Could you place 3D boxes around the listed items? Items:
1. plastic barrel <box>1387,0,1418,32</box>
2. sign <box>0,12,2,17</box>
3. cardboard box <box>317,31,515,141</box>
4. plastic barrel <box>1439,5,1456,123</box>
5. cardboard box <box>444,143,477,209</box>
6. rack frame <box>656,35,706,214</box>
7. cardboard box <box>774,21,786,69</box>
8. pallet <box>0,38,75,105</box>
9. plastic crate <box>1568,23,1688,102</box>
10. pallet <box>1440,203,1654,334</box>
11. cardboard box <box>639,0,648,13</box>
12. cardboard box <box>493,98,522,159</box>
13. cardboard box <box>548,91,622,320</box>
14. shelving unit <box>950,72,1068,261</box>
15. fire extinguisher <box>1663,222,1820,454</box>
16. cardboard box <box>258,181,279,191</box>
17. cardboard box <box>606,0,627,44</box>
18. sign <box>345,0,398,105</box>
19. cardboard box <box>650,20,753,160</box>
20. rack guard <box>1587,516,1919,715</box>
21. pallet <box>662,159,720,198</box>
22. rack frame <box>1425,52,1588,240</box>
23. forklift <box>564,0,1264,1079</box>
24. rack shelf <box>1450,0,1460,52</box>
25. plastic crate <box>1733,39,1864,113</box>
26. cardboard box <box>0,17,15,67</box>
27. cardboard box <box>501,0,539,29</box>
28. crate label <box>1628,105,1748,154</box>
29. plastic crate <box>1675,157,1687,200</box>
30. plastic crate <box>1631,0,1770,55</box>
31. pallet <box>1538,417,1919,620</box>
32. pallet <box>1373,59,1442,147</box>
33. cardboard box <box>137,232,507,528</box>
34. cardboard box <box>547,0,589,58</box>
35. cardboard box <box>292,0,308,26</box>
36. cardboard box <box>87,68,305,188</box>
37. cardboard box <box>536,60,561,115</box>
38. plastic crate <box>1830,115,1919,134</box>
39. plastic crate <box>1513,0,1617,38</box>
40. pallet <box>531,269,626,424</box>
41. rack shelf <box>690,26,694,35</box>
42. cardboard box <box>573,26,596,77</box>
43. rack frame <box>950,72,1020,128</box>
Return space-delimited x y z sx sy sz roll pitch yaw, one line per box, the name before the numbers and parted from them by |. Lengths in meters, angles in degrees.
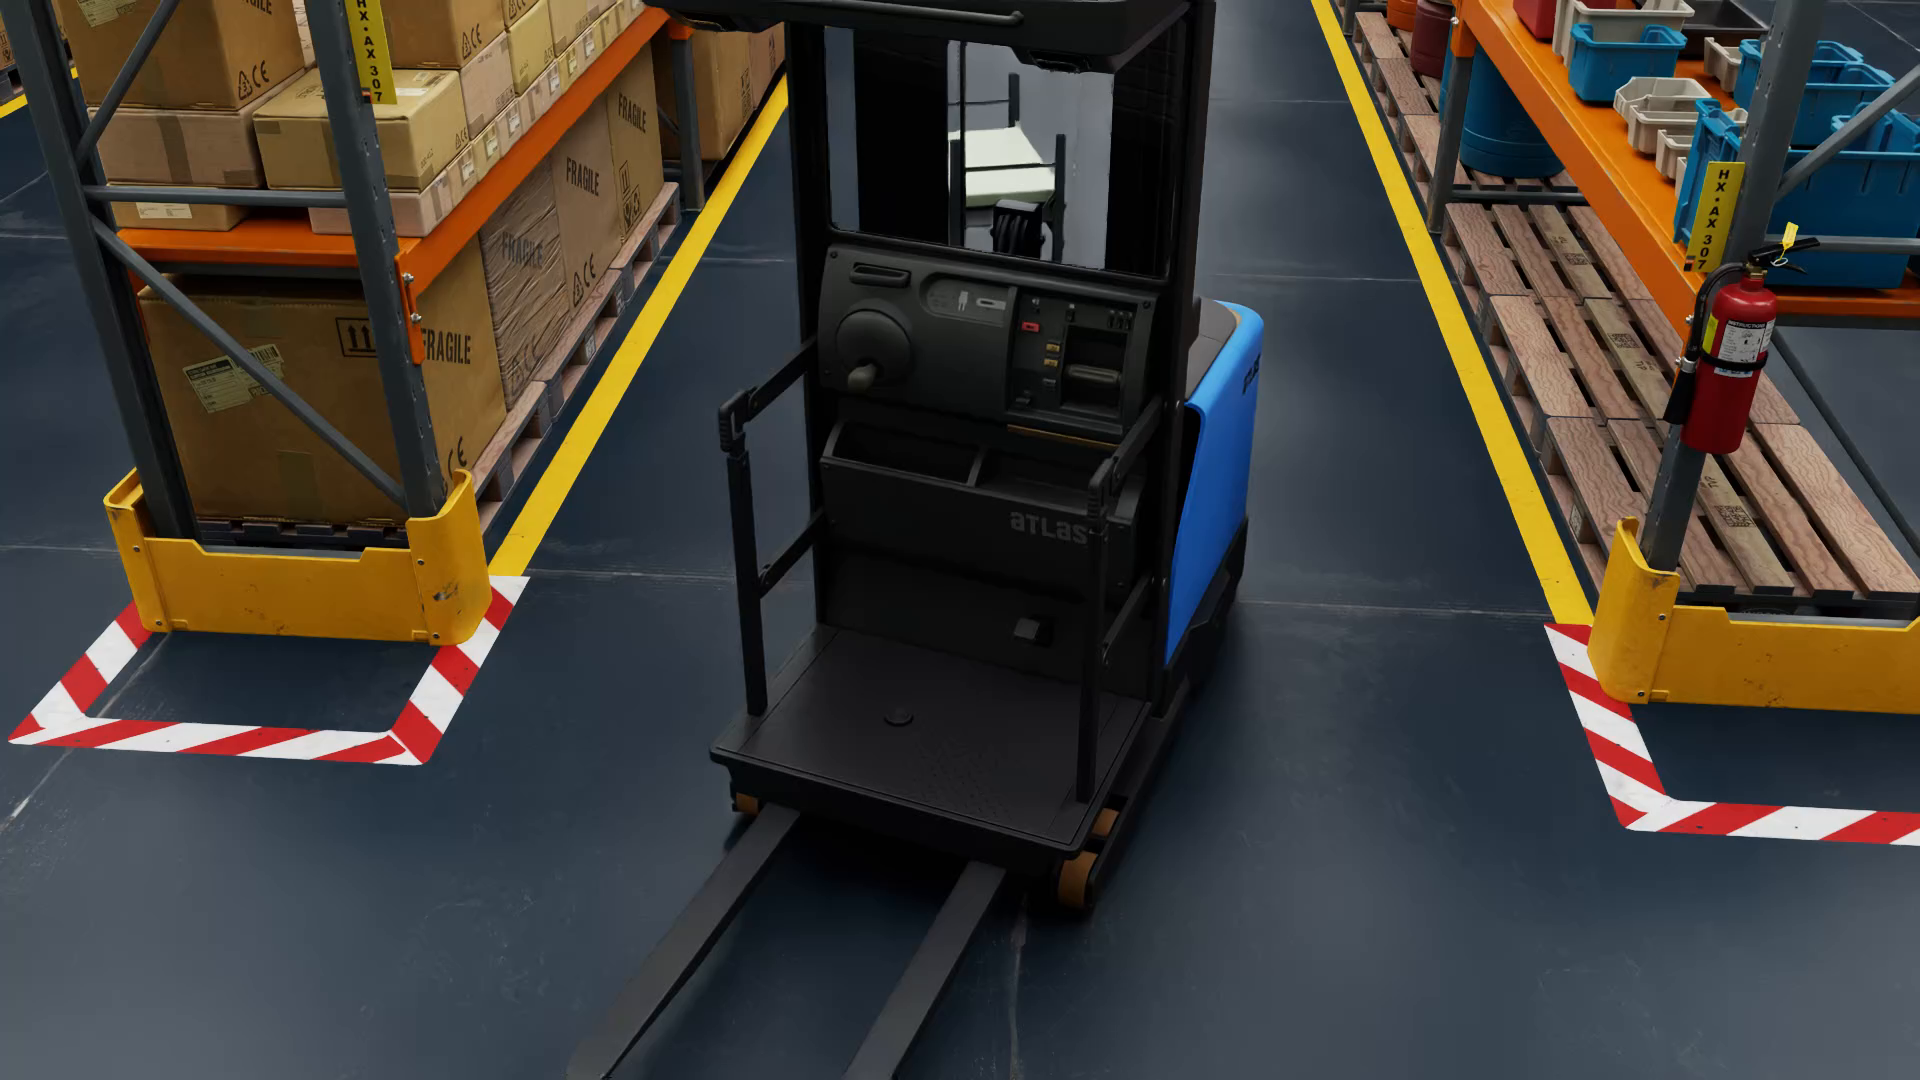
plastic barrel | 3.316 -4.010 11.567 0.600 0.830 0.708 2 32 4
sign | -2.789 -1.665 4.763 0.100 0.325 0.005 2 32 4
cardboard box | -1.905 -1.615 5.870 0.500 0.250 0.500 2 32 3
plastic barrel | 3.132 -2.860 9.631 0.600 0.901 0.708 2 32 4
cardboard box | -1.872 -1.239 5.641 0.380 0.149 0.250 2 32 3
rack frame | -1.923 -3.132 8.473 1.000 3.000 0.127 2 32 4
cardboard box | -1.755 -3.672 10.974 1.225 0.875 0.875 3 32 4
pallet | -6.700 -3.256 11.333 1.003 0.211 1.213 2 32 4
plastic crate | 2.599 -1.868 6.524 0.416 0.233 0.300 2 32 4
pallet | 2.992 -1.347 8.235 1.003 0.211 1.213 2 32 4
cardboard box | -1.663 -2.583 7.821 0.380 0.149 0.250 2 32 3
cardboard box | -1.831 -1.509 6.080 0.380 0.149 0.250 2 32 3
cardboard box | -2.130 -1.594 7.602 0.875 0.875 0.875 2 32 4
shelving unit | 0.095 -0.906 6.290 0.431 1.500 0.755 -6 32 -9
fire extinguisher | 2.222 -0.578 4.757 0.296 0.674 0.183 2 32 4
cardboard box | -2.529 -1.270 5.691 0.380 0.149 0.250 3 32 4
cardboard box | -1.705 -2.313 7.384 0.380 0.149 0.250 3 32 5
sign | -1.696 -1.416 4.788 0.100 0.325 0.005 2 32 4
cardboard box | -1.891 -2.742 9.465 1.225 0.875 0.875 3 32 4
rack guard | 2.699 0.248 5.370 1.175 0.500 0.348 2 32 4
pallet | -1.936 -2.352 9.865 1.003 0.211 1.213 2 32 4
rack frame | 3.013 -2.920 8.130 1.000 3.000 0.127 2 32 4
forklift | -0.022 -0.481 4.237 1.130 2.935 3.031 12 34 19
rack shelf | 3.176 -3.660 10.015 1.077 0.370 4.000 2 32 4
plastic crate | 3.167 -1.744 6.322 0.416 0.233 0.300 2 32 4
cardboard box | -6.463 -3.438 10.951 0.500 0.500 0.500 3 32 5
cardboard box | -1.864 -2.194 6.096 0.500 0.500 0.500 2 32 3
crate label | 2.610 -1.474 5.977 0.396 0.136 0.243 2 32 4
plastic crate | 2.573 -1.176 5.494 0.396 0.136 0.243 2 32 4
plastic crate | 3.190 -2.232 7.218 0.437 0.125 0.590 2 32 4
pallet | 2.793 -0.071 6.164 1.003 0.211 1.213 2 32 4
pallet | 3.214 -2.775 10.551 1.003 0.211 1.213 2 32 4
cardboard box | -2.277 -0.653 6.075 0.875 0.875 0.875 2 32 4
cardboard box | -1.823 -2.150 6.740 0.500 0.250 0.500 2 32 3
cardboard box | -2.391 -1.899 6.332 0.500 0.250 0.500 1 32 2
cardboard box | -2.474 -1.368 5.470 0.500 0.250 0.500 2 32 3
cardboard box | -1.789 -1.777 6.514 0.380 0.149 0.250 2 32 3
plastic crate | 3.089 -1.242 5.509 0.416 0.233 0.300 2 32 4
plastic crate | 2.691 -2.517 7.357 0.402 0.464 0.583 2 32 4
pallet | -2.160 -0.911 7.527 1.003 0.211 1.213 2 32 4
rack shelf | -1.760 -3.871 10.359 1.077 0.370 4.000 2 32 4
cardboard box | -1.748 -2.047 6.951 0.380 0.149 0.250 3 32 5
rack frame | 0.025 -1.094 6.596 0.400 1.500 0.023 -6 32 -9
